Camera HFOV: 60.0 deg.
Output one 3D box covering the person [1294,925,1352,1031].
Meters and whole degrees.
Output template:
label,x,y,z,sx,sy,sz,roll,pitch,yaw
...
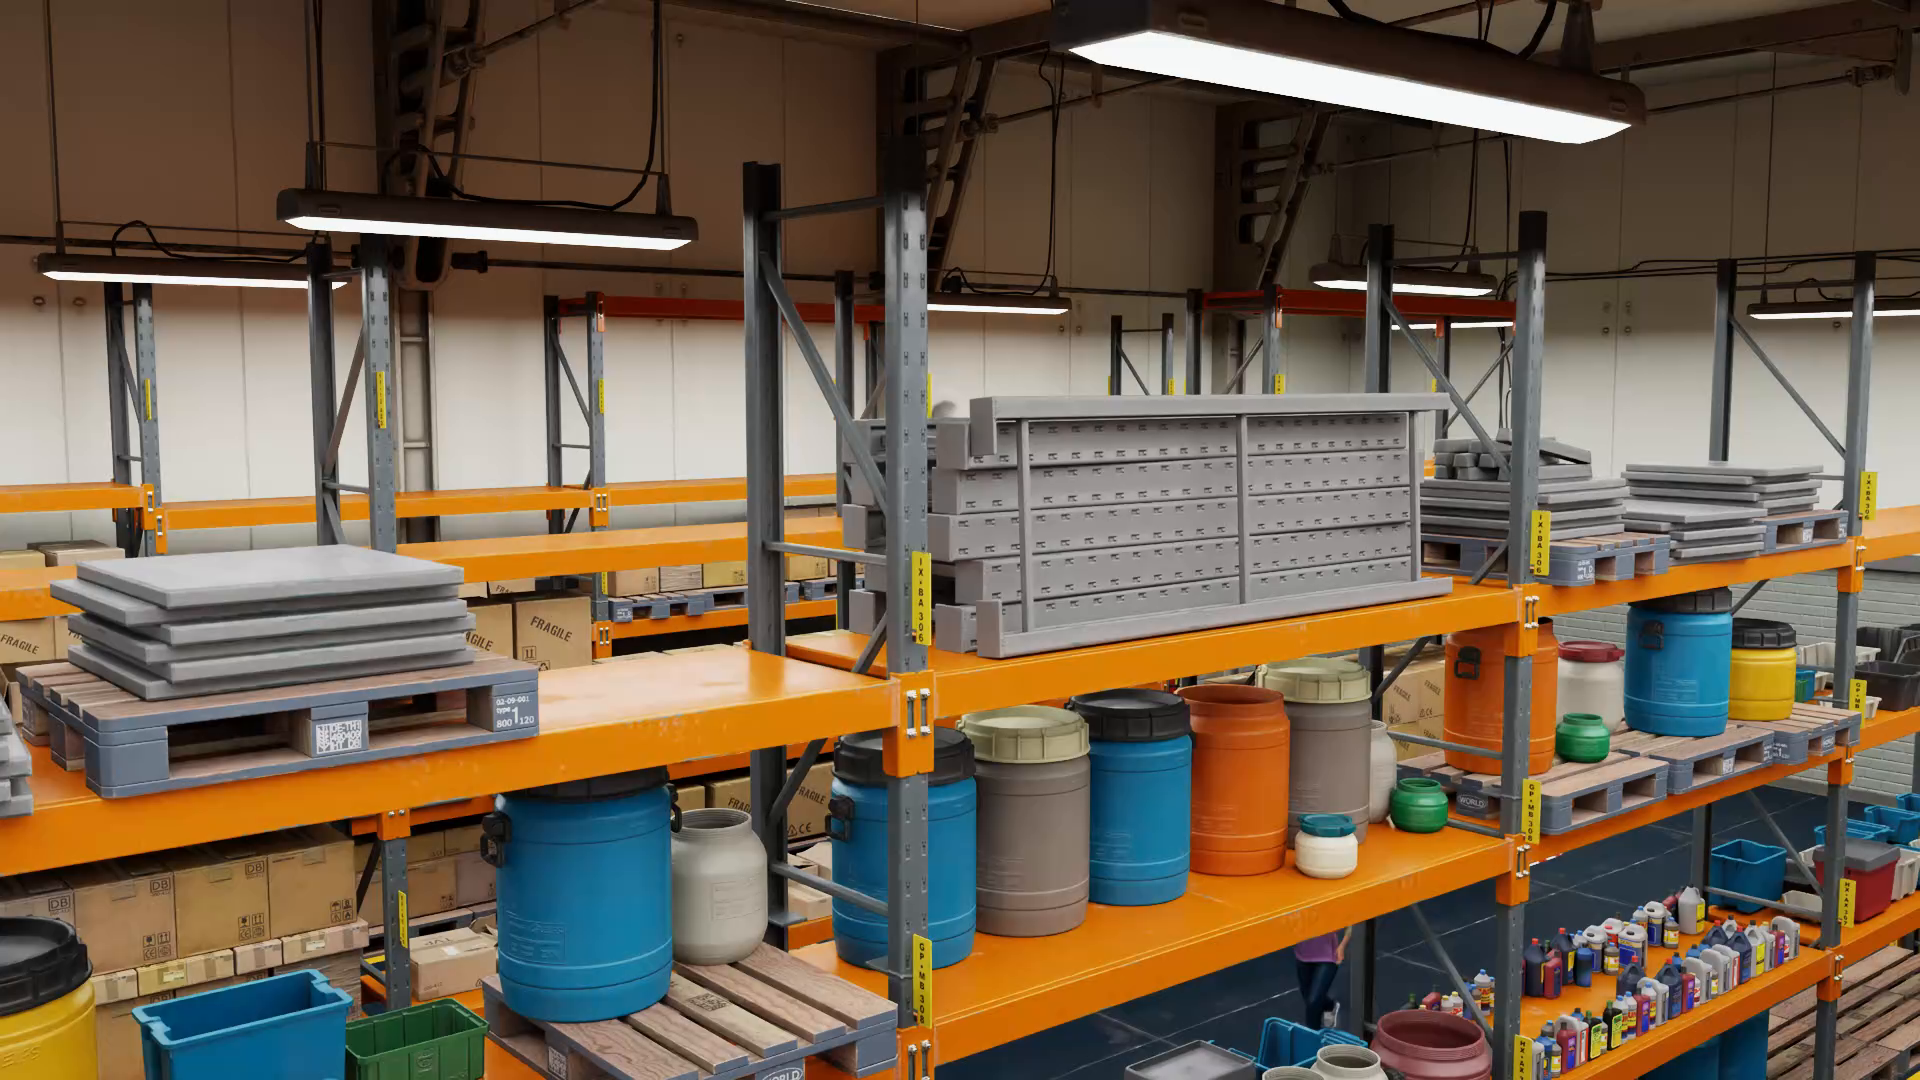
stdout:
label,x,y,z,sx,sy,sz,roll,pitch,yaw
person,2.752,3.169,12.650,0.527,1.582,0.819,4,7,37
